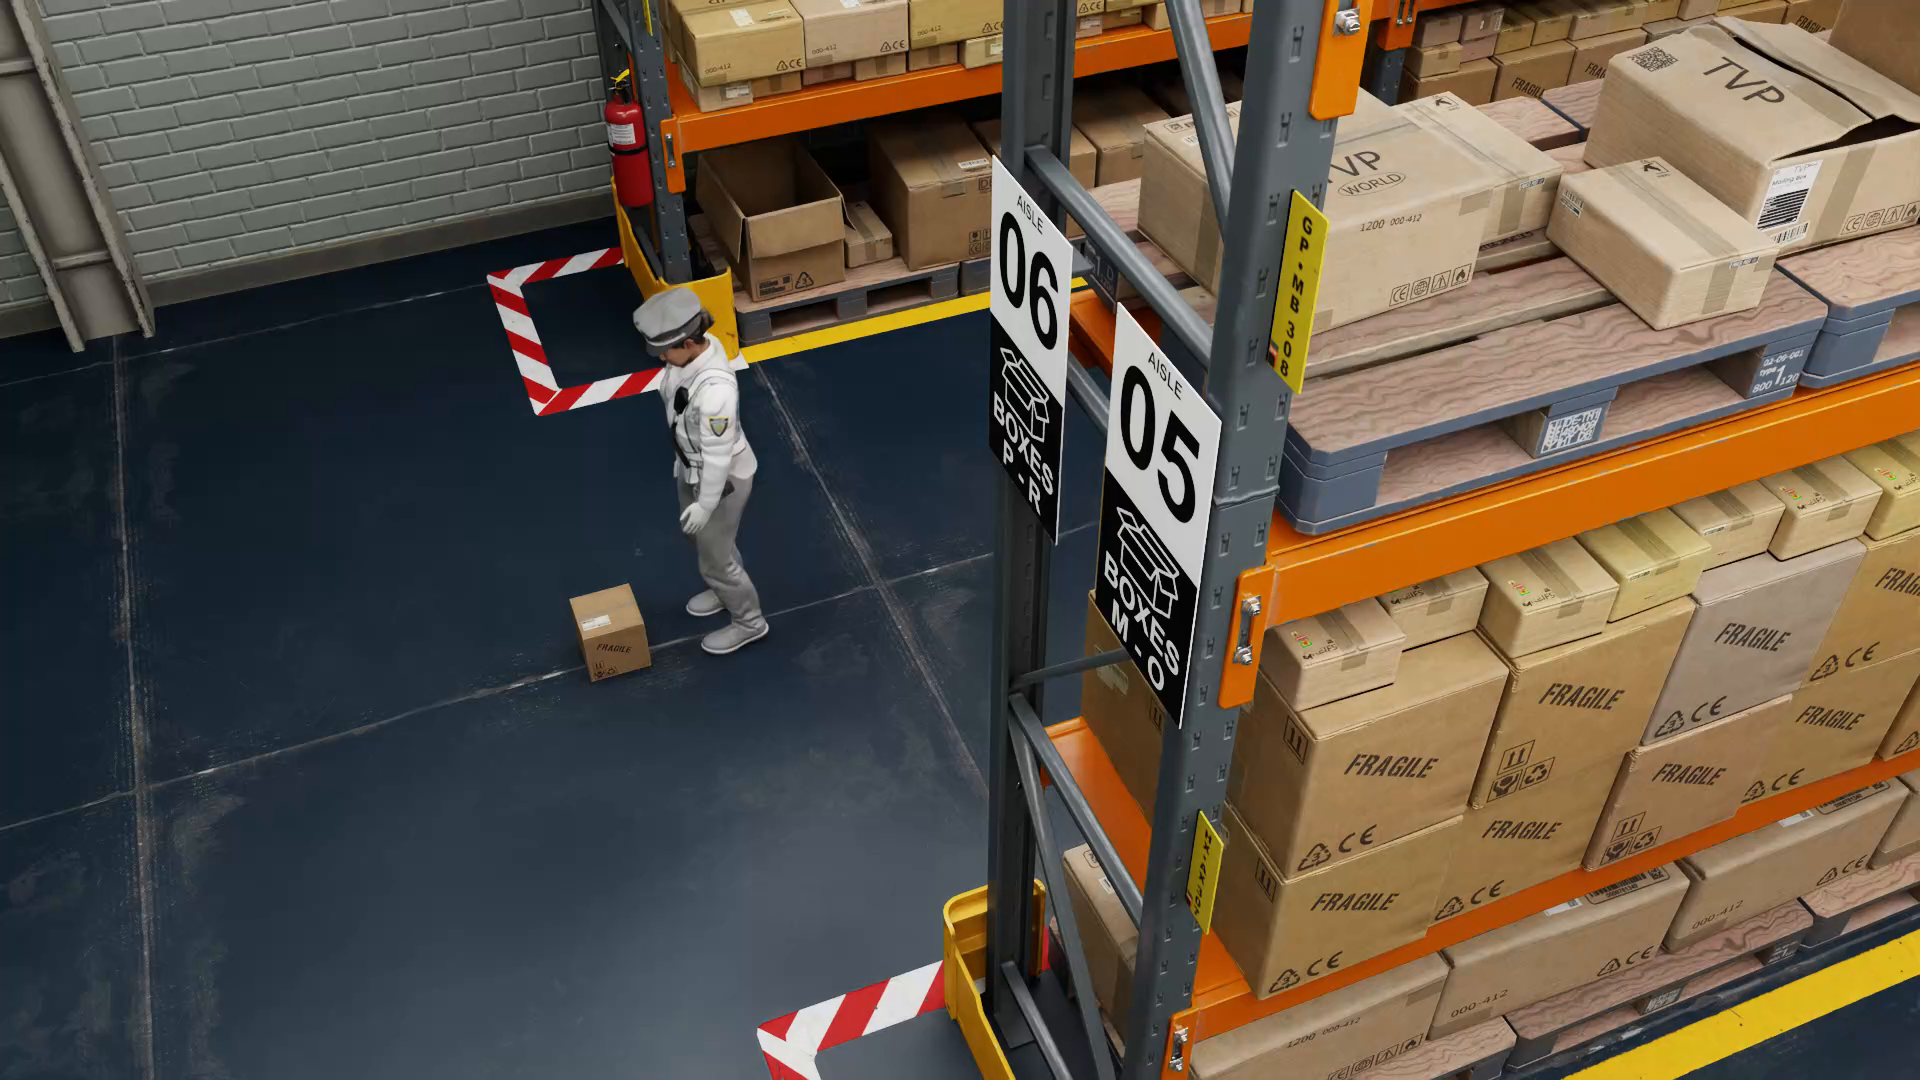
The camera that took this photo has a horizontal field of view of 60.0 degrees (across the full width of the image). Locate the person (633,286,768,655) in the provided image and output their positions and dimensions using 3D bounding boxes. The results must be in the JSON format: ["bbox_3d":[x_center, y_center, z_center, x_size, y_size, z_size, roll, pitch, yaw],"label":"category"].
[{"bbox_3d":[-0.977,-0.243,6.447,0.381,1.651,0.485,-14,44,-16],"label":"person"}]
